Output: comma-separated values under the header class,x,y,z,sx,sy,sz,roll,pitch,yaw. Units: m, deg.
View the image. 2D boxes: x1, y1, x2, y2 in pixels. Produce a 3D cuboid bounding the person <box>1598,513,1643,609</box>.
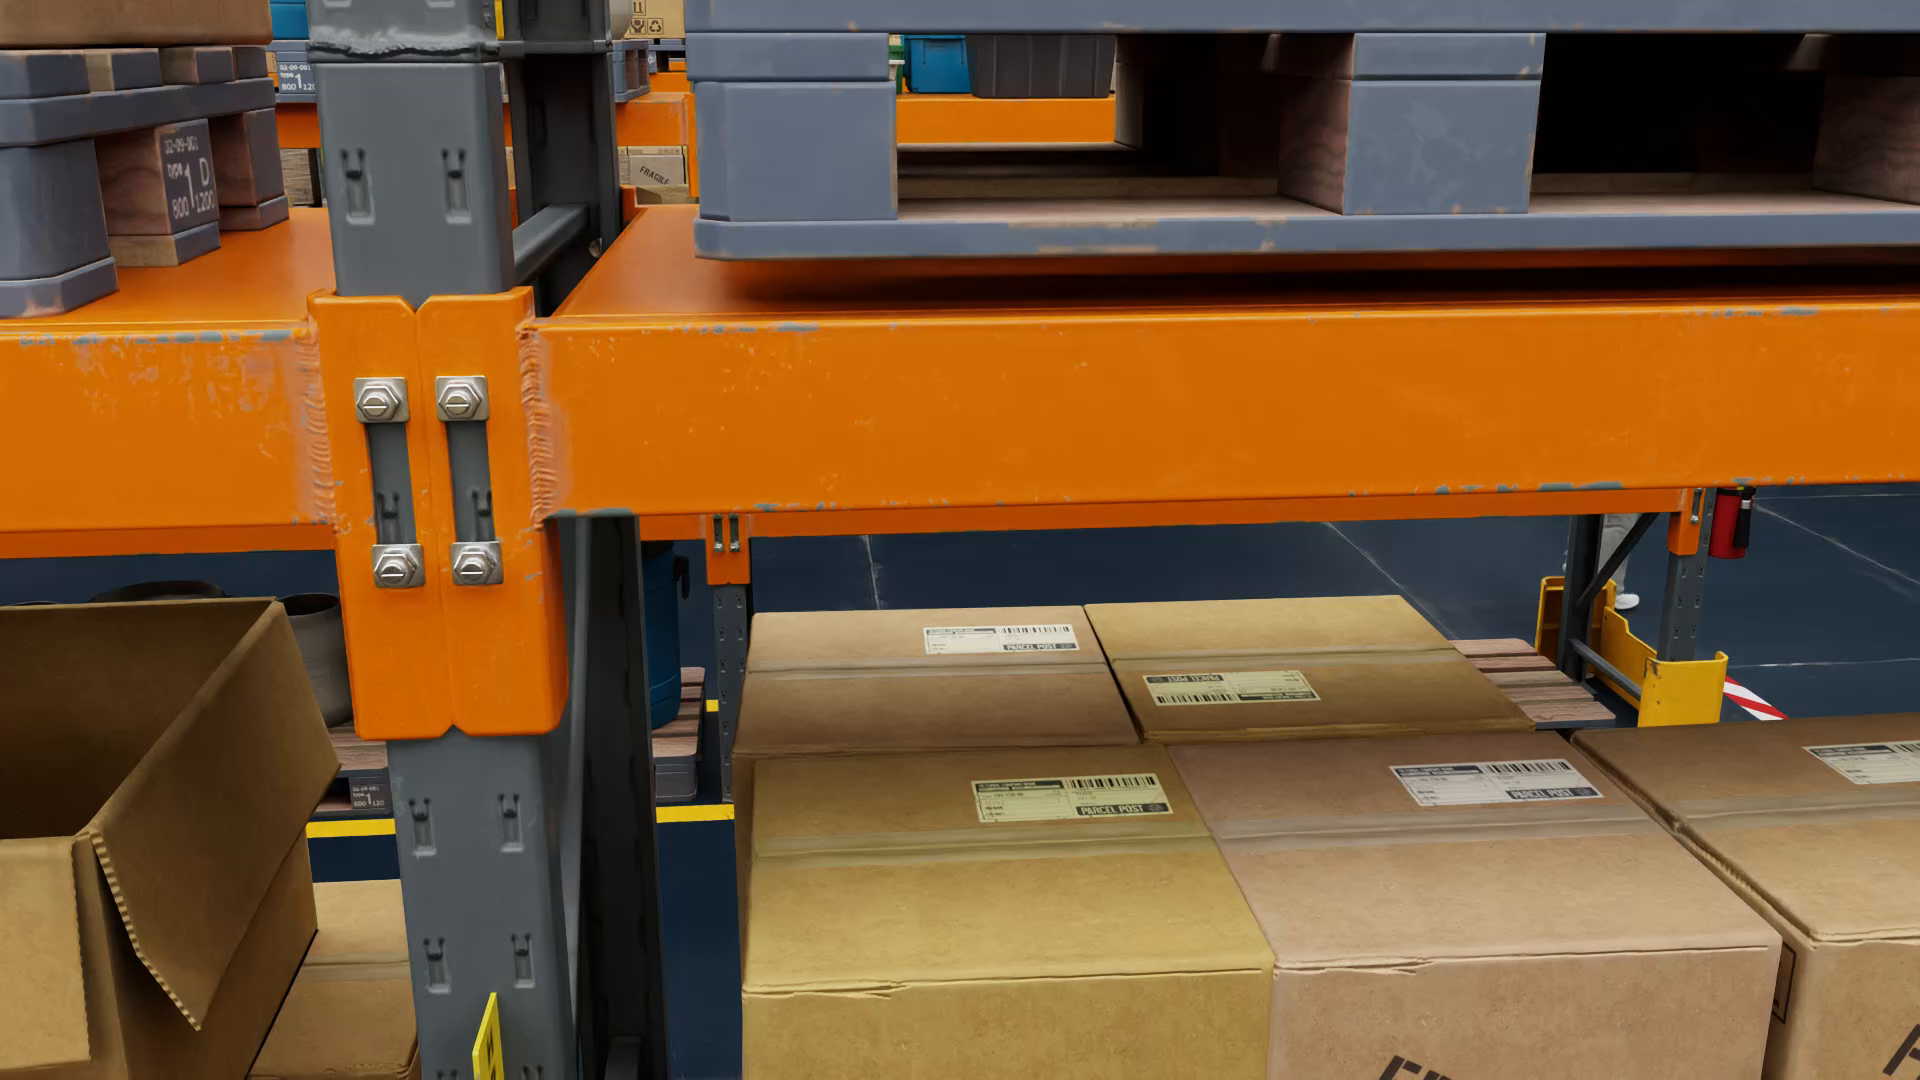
class,x,y,z,sx,sy,sz,roll,pitch,yaw
person,3.551,-0.429,8.922,0.492,1.674,0.493,-1,17,-4
